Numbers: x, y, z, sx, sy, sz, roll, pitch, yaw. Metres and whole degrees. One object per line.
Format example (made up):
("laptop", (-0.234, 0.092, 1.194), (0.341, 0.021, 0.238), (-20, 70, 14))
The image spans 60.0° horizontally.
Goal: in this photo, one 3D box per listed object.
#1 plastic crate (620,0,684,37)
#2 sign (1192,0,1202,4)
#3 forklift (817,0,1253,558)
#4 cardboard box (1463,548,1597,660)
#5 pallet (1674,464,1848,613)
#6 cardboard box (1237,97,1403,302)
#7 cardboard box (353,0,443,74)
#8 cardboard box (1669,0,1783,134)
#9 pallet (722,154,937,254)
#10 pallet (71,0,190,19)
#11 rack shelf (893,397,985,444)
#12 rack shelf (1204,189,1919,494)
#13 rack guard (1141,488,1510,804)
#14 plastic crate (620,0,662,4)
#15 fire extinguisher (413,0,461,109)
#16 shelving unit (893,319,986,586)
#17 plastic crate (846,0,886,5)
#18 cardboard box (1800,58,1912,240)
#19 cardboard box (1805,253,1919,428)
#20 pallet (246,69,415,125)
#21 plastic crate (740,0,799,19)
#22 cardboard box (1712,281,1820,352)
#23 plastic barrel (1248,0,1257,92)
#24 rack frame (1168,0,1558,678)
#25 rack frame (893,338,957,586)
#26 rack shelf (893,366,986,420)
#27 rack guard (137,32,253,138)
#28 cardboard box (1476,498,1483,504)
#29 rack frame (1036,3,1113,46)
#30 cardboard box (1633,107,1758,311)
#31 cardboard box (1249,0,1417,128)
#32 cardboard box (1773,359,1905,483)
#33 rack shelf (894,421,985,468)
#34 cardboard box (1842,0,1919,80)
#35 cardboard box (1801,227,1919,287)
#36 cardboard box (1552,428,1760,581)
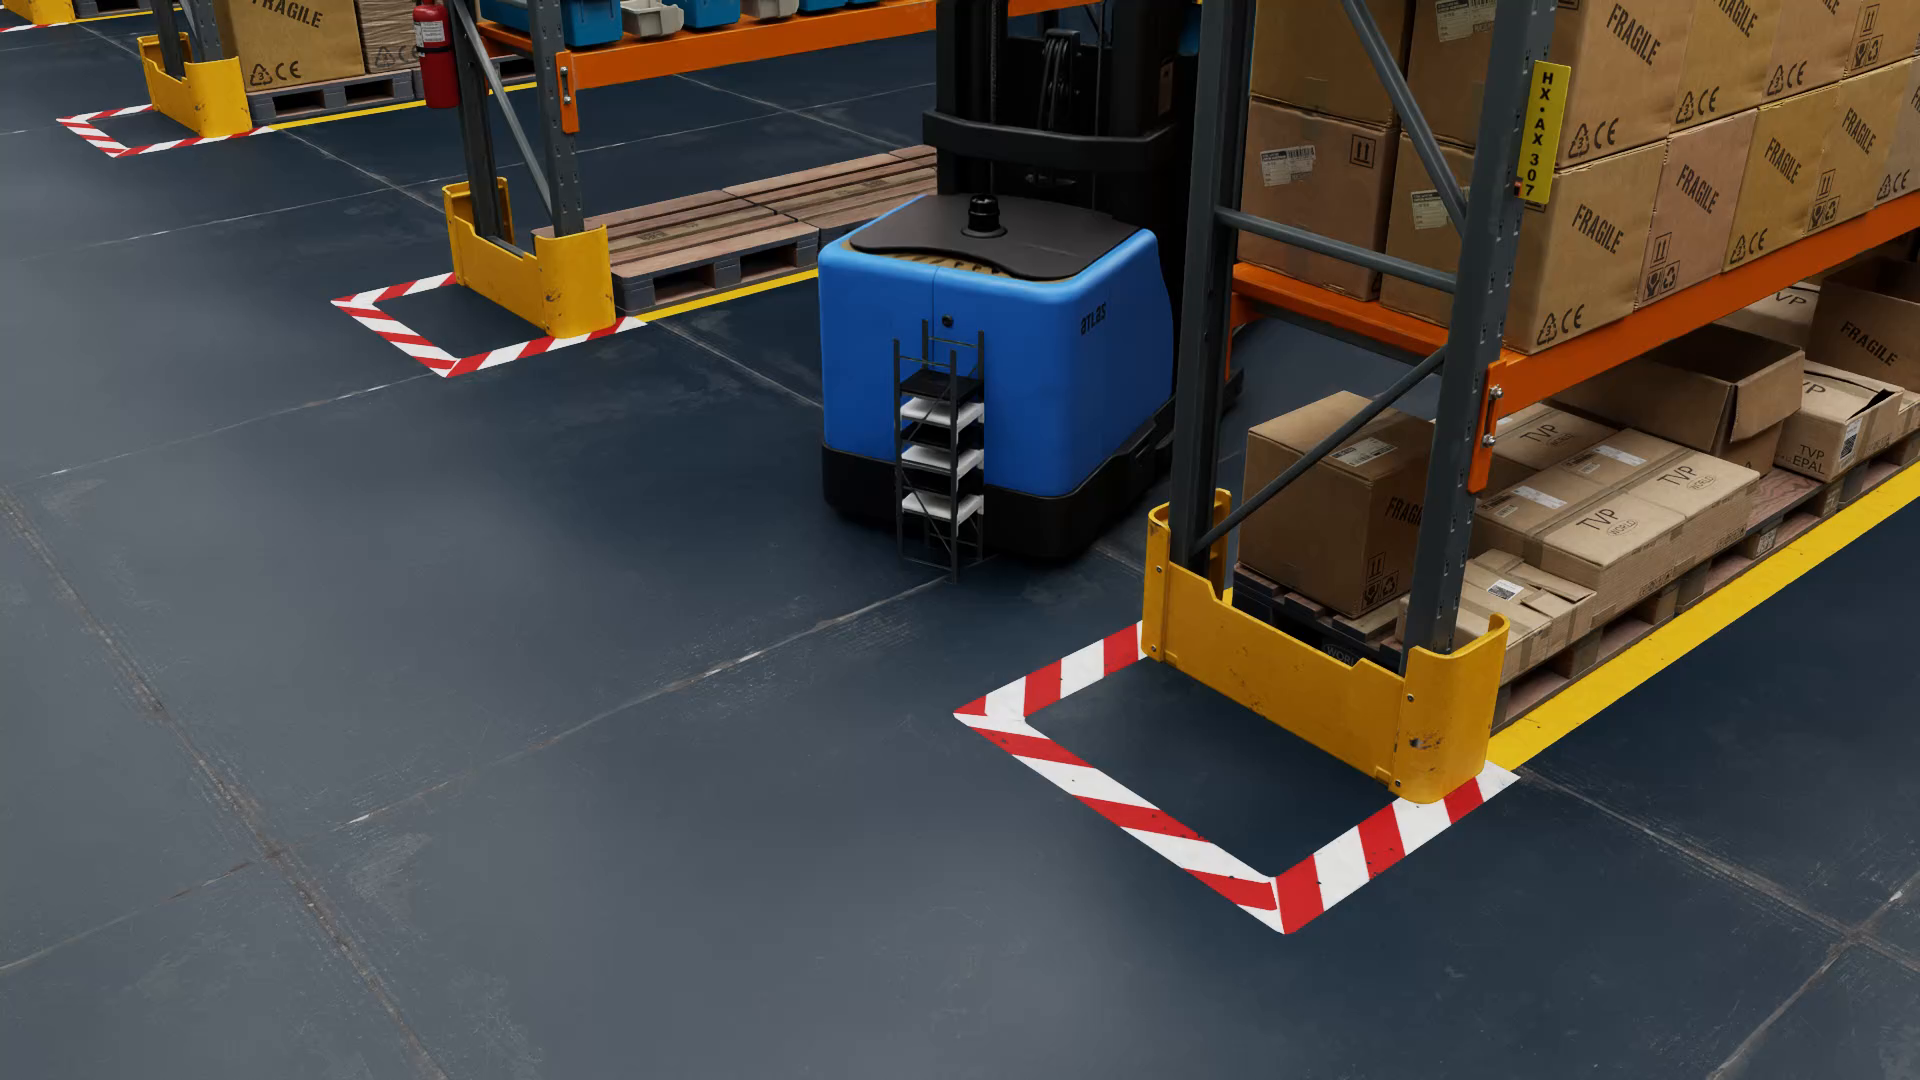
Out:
("plastic crate", (-1.482, -2.497, 7.955), (0.298, 0.136, 0.250), (-22, 35, -35))
("sign", (0.686, -1.639, 4.570), (0.005, 0.325, 0.100), (-22, 35, -35))
("forklift", (0.603, -1.894, 6.684), (1.130, 2.935, 3.031), (14, 31, 24))
("cardboard box", (1.763, 0.191, 5.250), (0.250, 0.166, 0.380), (-22, 35, -35))
("pallet", (2.622, -0.192, 6.386), (1.213, 0.211, 1.003), (-22, 35, -35))
("cardboard box", (1.195, -1.062, 4.949), (0.500, 0.500, 0.500), (-21, 34, -33))
("cardboard box", (-4.268, -4.087, 12.525), (0.875, 0.875, 0.875), (-22, 35, -35))
("cardboard box", (1.933, -1.472, 4.656), (0.500, 0.500, 0.500), (-21, 35, -34))
("pallet", (-0.601, -1.940, 9.657), (1.213, 0.211, 1.003), (-22, 35, -35))
("pallet", (-7.839, -5.175, 15.710), (1.213, 0.211, 1.003), (-22, 35, -35))
("rack shelf", (-0.071, -0.430, 5.789), (0.258, 0.077, 0.200), (14, 31, 24))
("rack shelf", (2.553, -1.078, 5.848), (4.000, 0.370, 1.077), (-22, 35, -35))
("rack guard", (1.089, 0.296, 5.166), (0.348, 0.500, 1.175), (-22, 35, -35))
("plastic crate", (-1.678, -2.785, 8.495), (0.243, 0.136, 0.396), (-22, 35, -35))
("fire extinguisher", (-2.591, -2.479, 8.184), (0.183, 0.674, 0.296), (-22, 35, -35))
("shelving unit", (-0.071, -0.301, 5.858), (0.258, 0.900, 0.210), (14, 31, 24))
("plastic crate", (-0.550, -2.965, 8.730), (0.300, 0.233, 0.416), (-22, 35, -35))
("cardboard box", (2.694, -1.333, 5.456), (0.500, 0.500, 0.500), (-21, 35, -34))
("cardboard box", (3.825, -0.823, 6.792), (0.500, 0.500, 0.500), (-22, 35, -35))
("pallet", (-4.838, -3.379, 12.350), (1.213, 0.211, 1.003), (-22, 35, -35))
("plastic crate", (-0.966, -2.704, 8.344), (0.298, 0.136, 0.250), (-22, 35, -35))
("cardboard box", (3.614, -0.964, 7.258), (0.500, 0.311, 0.500), (-22, 35, -35))
("plastic barrel", (1.826, -3.421, 11.250), (0.708, 0.901, 0.600), (-22, 35, -35))
("rack frame", (1.031, -0.783, 4.533), (0.127, 3.000, 1.000), (-22, 35, -35))
("rack frame", (-0.118, -0.258, 5.779), (0.240, 0.900, 0.006), (14, 31, 24))
("rack shelf", (-0.071, -0.510, 5.747), (0.258, 0.077, 0.200), (14, 31, 24))
("rack guard", (-5.414, -3.227, 11.757), (0.348, 0.500, 1.175), (-22, 35, -35))
("cardboard box", (1.651, -0.074, 5.745), (0.250, 0.166, 0.380), (-22, 35, -35))
("rack frame", (0.862, -3.784, 10.149), (0.127, 3.000, 1.000), (-22, 35, -35))
("cardboard box", (1.929, -1.028, 4.886), (0.500, 0.500, 0.500), (-22, 35, -35))
("cardboard box", (1.191, -1.503, 4.713), (0.500, 0.500, 0.500), (-22, 35, -35))
("cardboard box", (3.254, -0.510, 6.407), (0.500, 0.311, 0.500), (-22, 35, -35))
("rack shelf", (-0.071, -0.351, 5.831), (0.258, 0.077, 0.200), (14, 31, 24))
("cardboard box", (2.702, -1.779, 5.230), (0.500, 0.500, 0.500), (-22, 35, -35))
("cardboard box", (4.264, -1.352, 7.783), (0.500, 0.500, 0.500), (-22, 35, -35))
("cardboard box", (2.390, -0.135, 5.771), (0.500, 0.250, 0.500), (-22, 35, -35))
